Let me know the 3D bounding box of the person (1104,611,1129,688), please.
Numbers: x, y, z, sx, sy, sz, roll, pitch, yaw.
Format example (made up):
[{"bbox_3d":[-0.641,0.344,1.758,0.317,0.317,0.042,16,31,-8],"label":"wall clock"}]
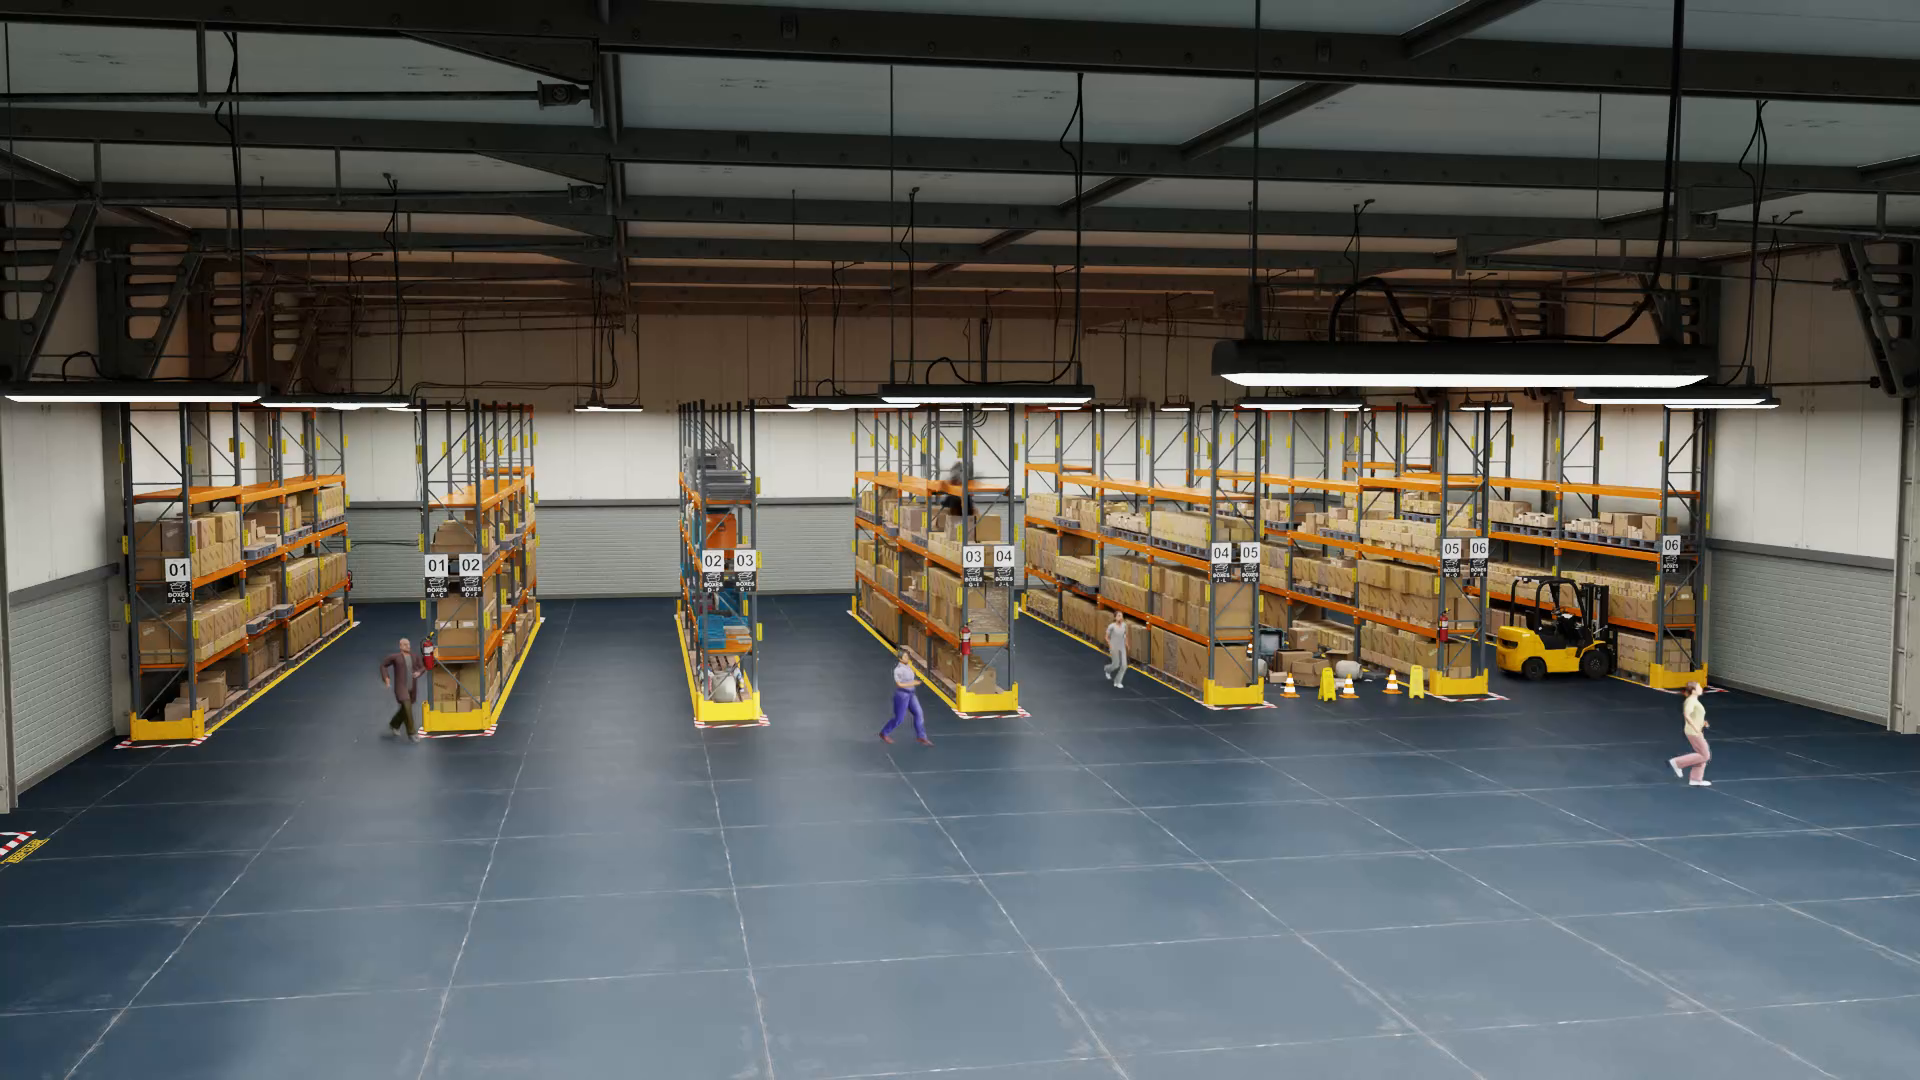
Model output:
[{"bbox_3d":[3.285,2.280,34.993,0.550,1.621,0.622,-2,5,-22],"label":"person"}]

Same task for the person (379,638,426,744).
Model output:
[{"bbox_3d":[-9.711,2.622,29.185,1.006,1.786,0.750,3,5,36],"label":"person"}]

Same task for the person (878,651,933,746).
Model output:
[{"bbox_3d":[-0.938,2.732,28.729,0.940,1.651,0.609,2,5,23],"label":"person"}]

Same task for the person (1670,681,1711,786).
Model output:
[{"bbox_3d":[11.276,2.975,25.652,0.597,1.624,0.596,1,4,16],"label":"person"}]
